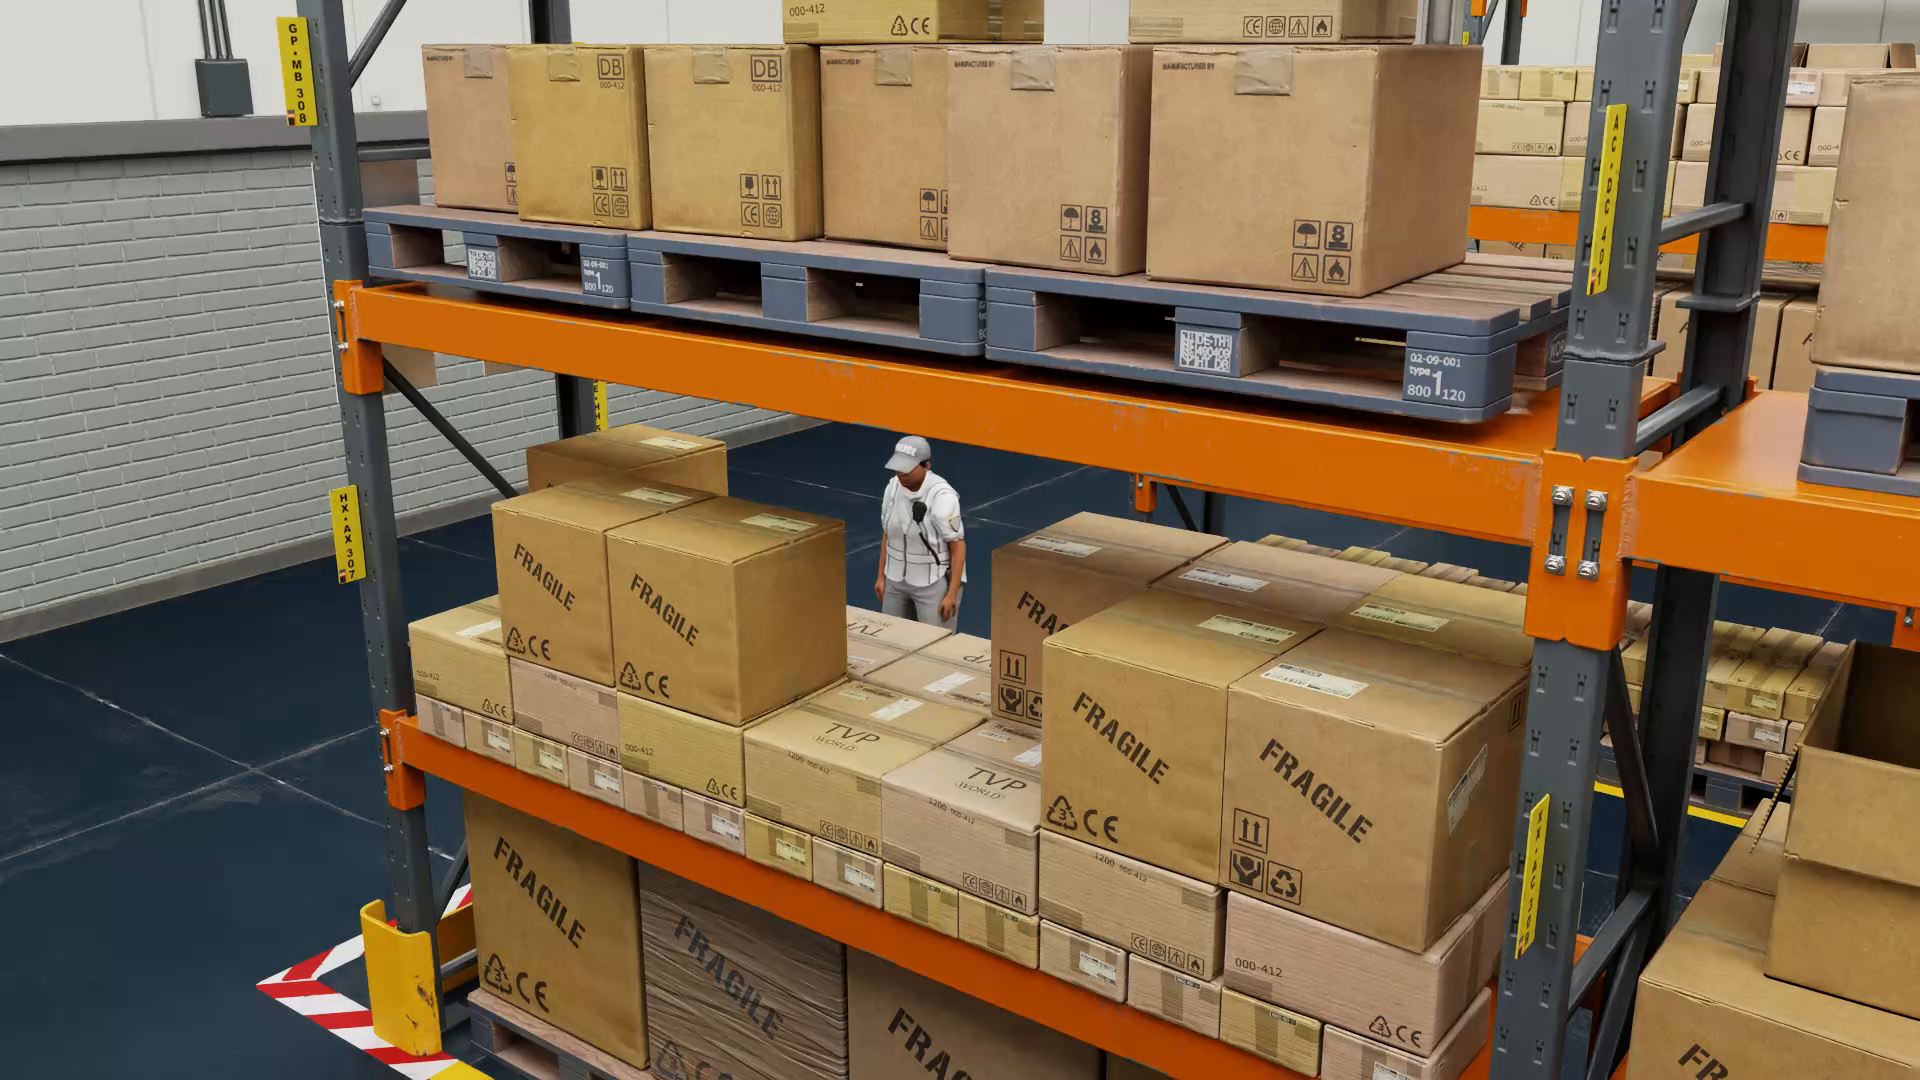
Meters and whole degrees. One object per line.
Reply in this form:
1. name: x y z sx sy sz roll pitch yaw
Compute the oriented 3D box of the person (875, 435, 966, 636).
1. person: -0.228 0.253 8.684 0.542 1.666 0.470 12 20 35
